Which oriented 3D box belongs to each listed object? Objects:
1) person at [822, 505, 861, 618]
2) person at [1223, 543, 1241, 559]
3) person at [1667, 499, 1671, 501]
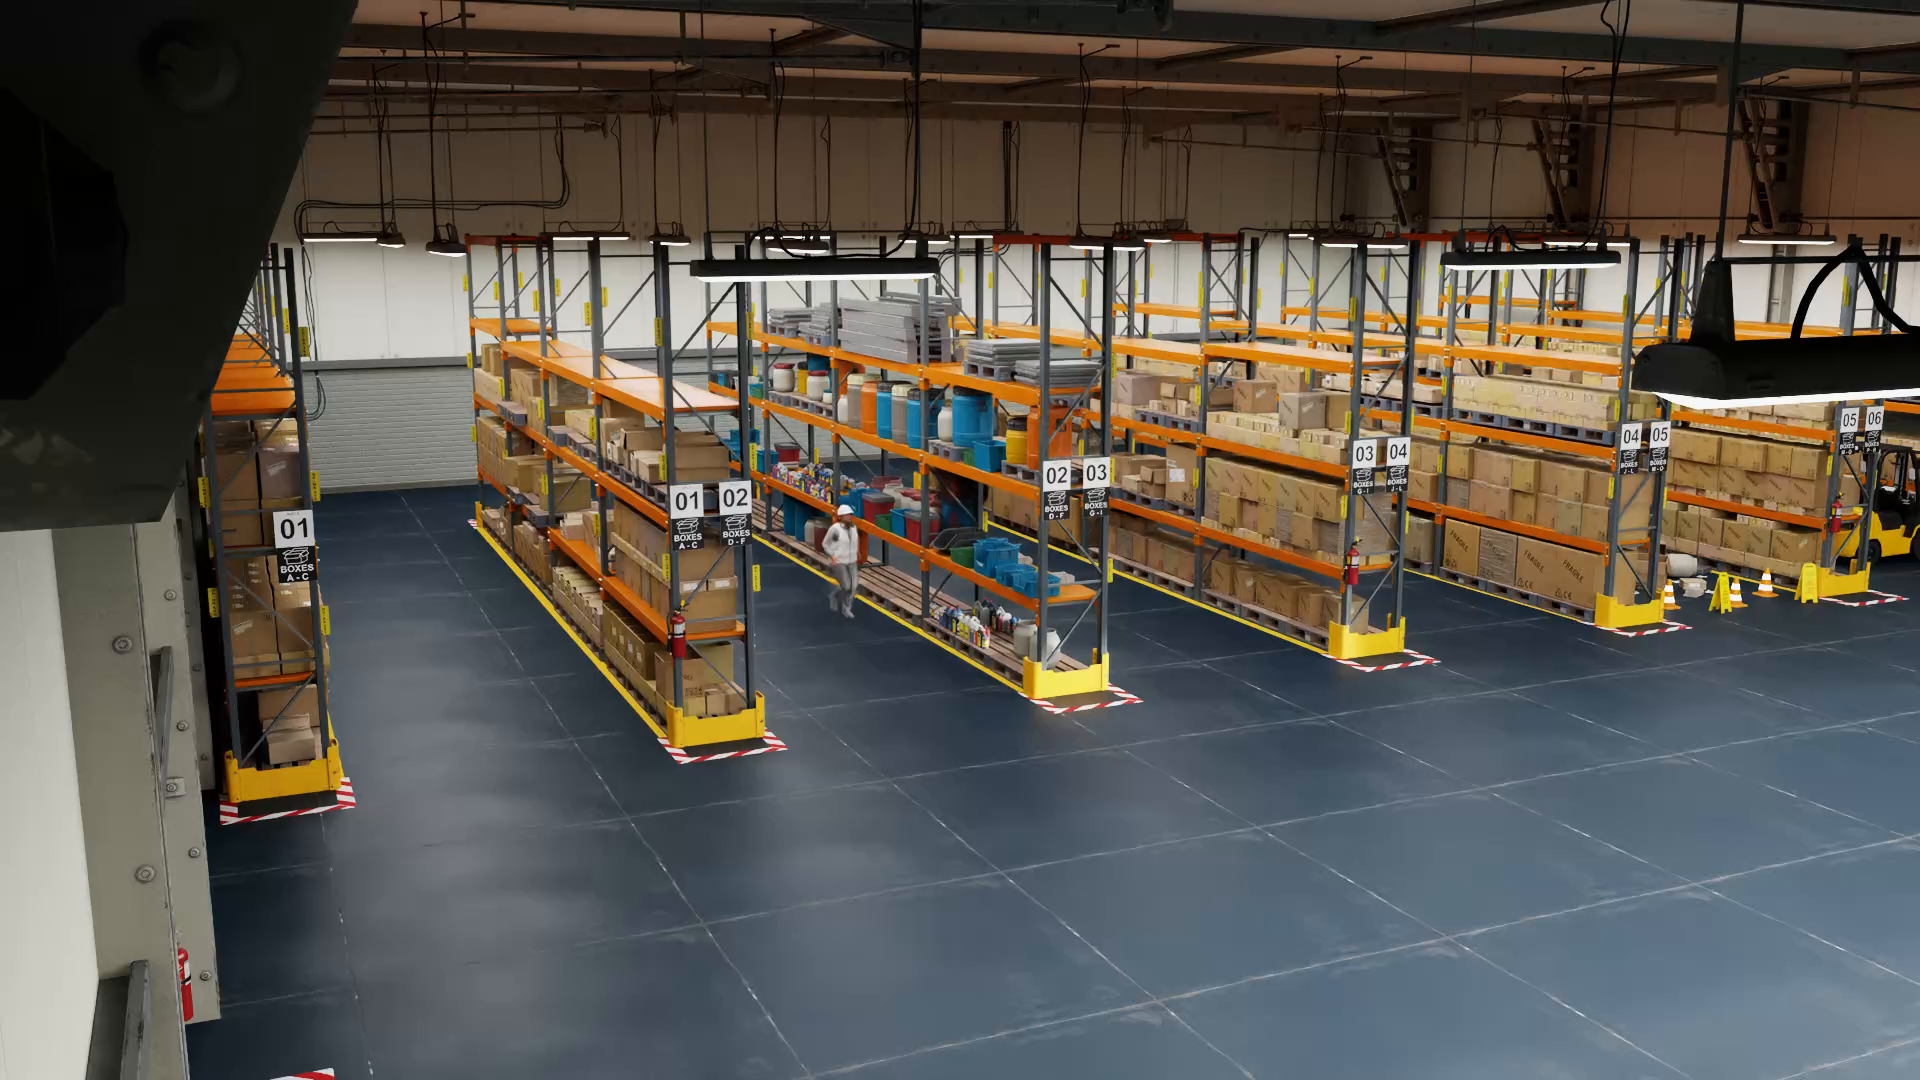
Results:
[{"bbox_3d":[-1.792,0.314,25.515,0.674,1.742,0.535,-8,14,-37],"label":"person"},{"bbox_3d":[5.141,-0.413,30.984,0.571,1.711,0.756,-5,12,-25],"label":"person"},{"bbox_3d":[14.670,-1.000,34.119,0.562,1.603,0.608,-7,13,-32],"label":"person"}]
